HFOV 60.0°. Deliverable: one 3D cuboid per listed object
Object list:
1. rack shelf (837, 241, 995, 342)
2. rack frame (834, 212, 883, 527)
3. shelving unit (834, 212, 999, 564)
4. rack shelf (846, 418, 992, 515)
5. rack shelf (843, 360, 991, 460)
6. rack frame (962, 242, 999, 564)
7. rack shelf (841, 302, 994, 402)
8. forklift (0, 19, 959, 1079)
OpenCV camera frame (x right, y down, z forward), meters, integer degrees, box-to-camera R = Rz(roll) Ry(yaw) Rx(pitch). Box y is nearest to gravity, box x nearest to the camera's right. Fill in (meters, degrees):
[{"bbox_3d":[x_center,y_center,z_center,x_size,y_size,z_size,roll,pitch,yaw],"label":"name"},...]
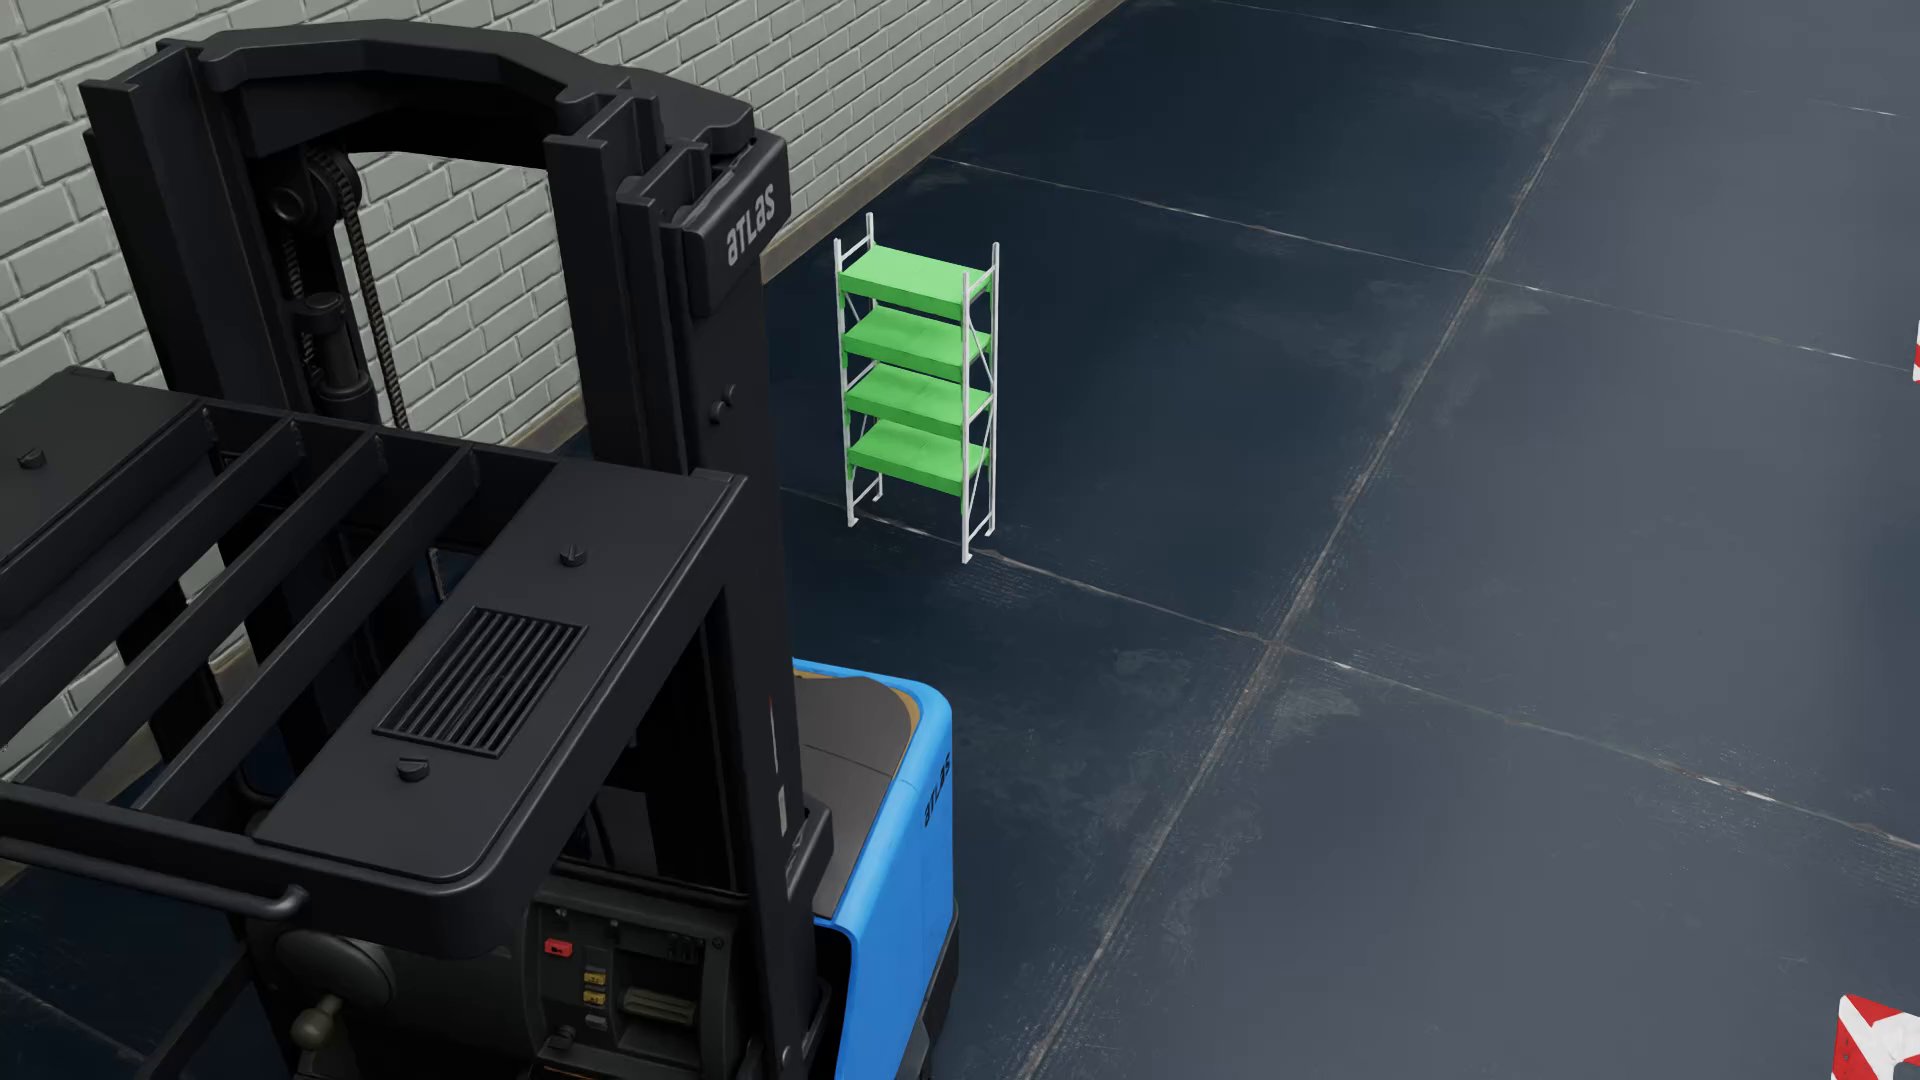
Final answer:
[{"bbox_3d":[-0.147,-0.855,5.696,0.480,0.148,0.258,17,41,21],"label":"rack shelf"},{"bbox_3d":[-0.364,-0.592,6.037,0.015,1.200,0.240,17,41,21],"label":"rack frame"},{"bbox_3d":[-0.147,-0.524,5.948,0.503,1.200,0.258,17,41,21],"label":"shelving unit"},{"bbox_3d":[-0.147,-0.282,6.132,0.480,0.148,0.258,17,41,21],"label":"rack shelf"},{"bbox_3d":[-0.147,-0.473,5.987,0.480,0.148,0.258,17,41,21],"label":"rack shelf"},{"bbox_3d":[0.070,-0.456,5.858,0.015,1.200,0.240,17,41,21],"label":"rack frame"},{"bbox_3d":[-0.147,-0.664,5.841,0.480,0.148,0.258,17,41,21],"label":"rack shelf"},{"bbox_3d":[-0.889,0.822,2.744,1.130,2.935,3.031,9,38,12],"label":"forklift"}]
